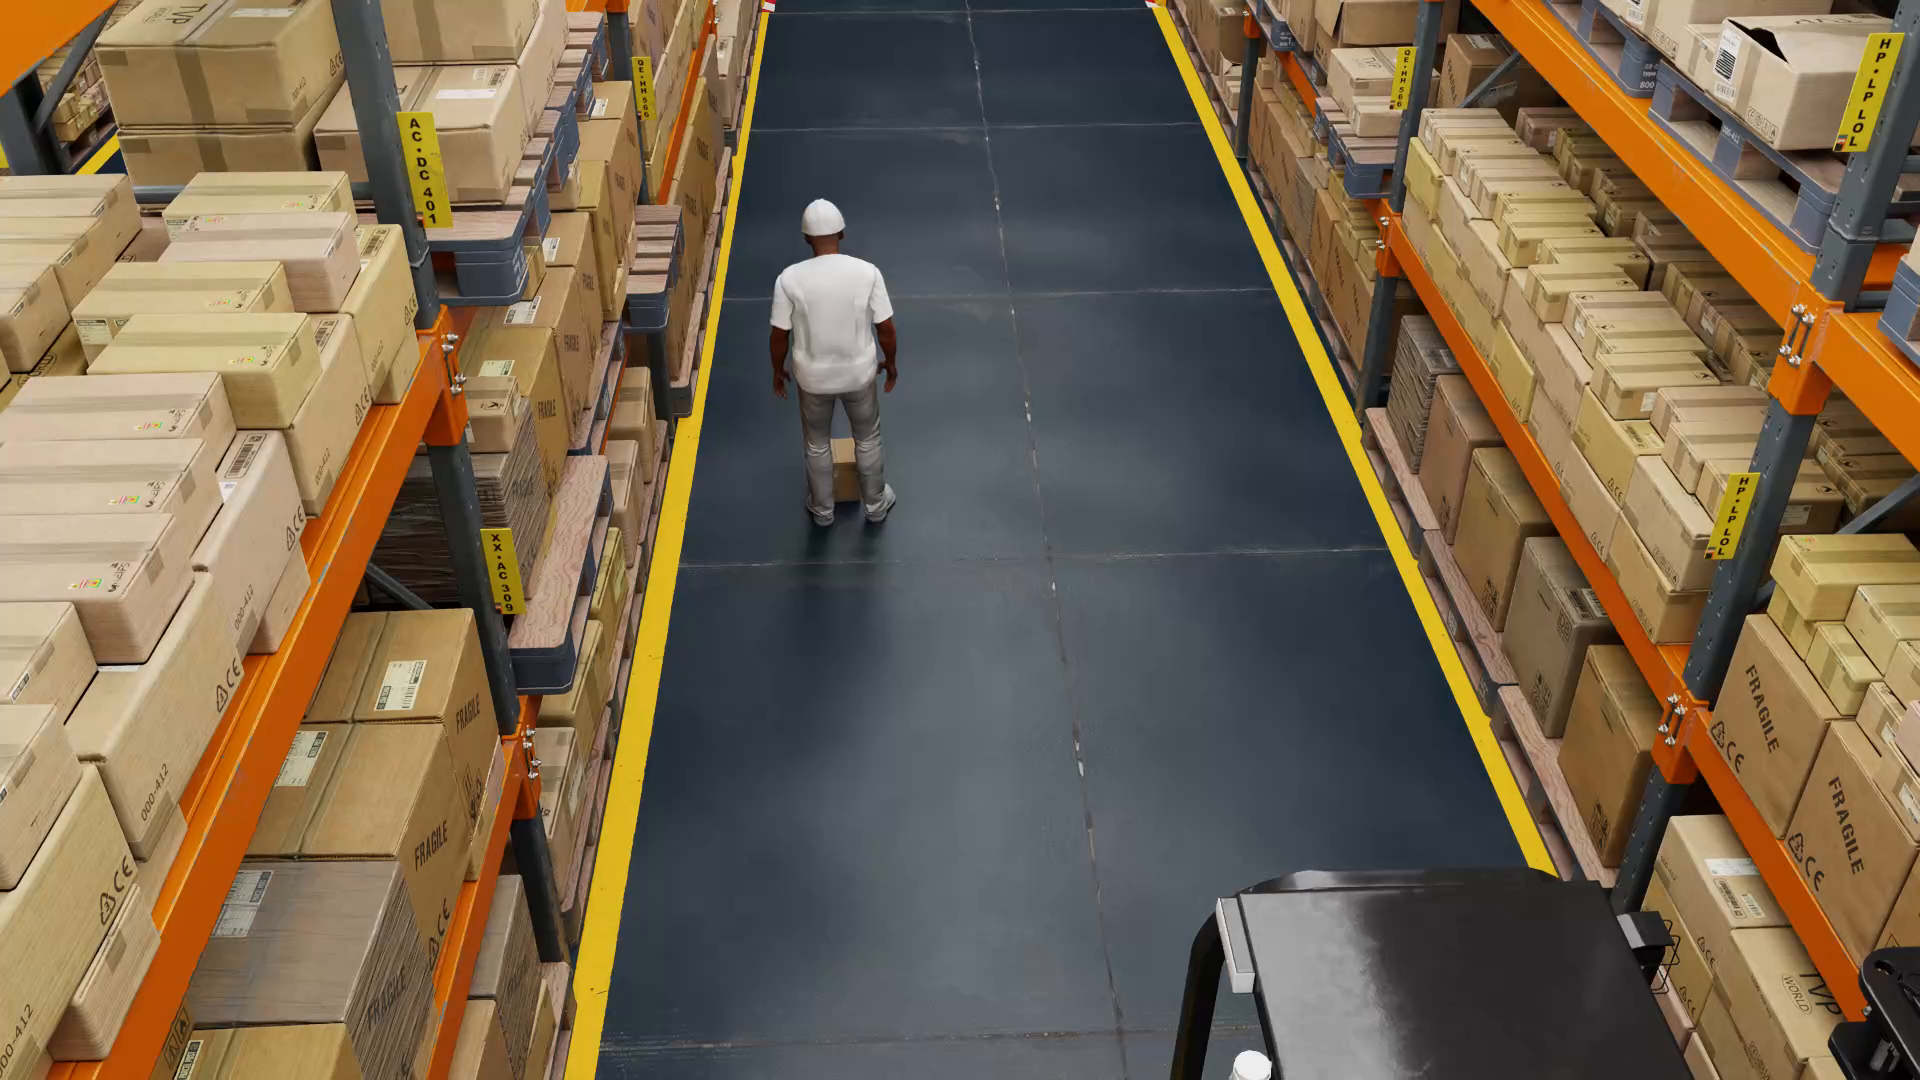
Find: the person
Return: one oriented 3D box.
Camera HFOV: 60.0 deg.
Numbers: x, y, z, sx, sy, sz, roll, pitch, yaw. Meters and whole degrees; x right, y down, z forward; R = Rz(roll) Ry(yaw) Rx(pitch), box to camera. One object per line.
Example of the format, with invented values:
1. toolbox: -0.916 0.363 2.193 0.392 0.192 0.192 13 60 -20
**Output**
1. person: -0.632 -0.869 8.419 0.638 1.761 0.458 -4 35 -5
